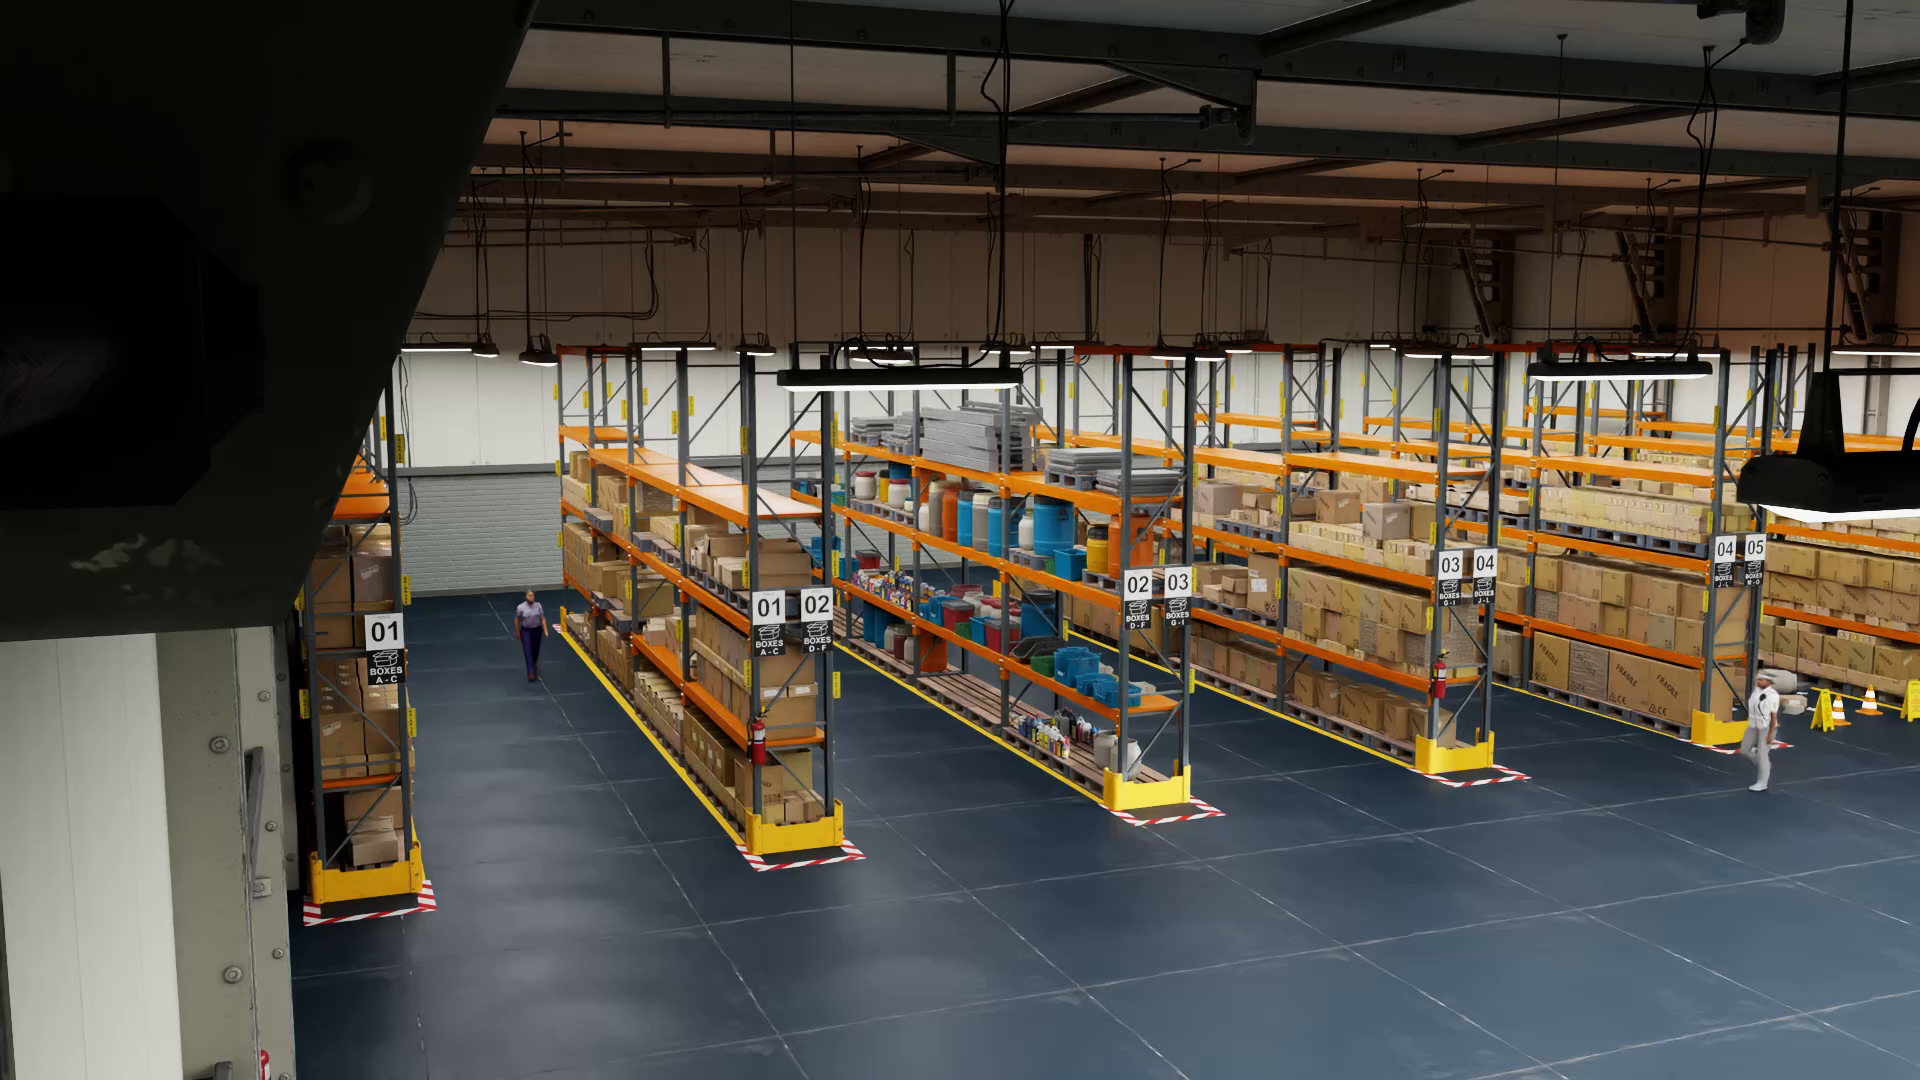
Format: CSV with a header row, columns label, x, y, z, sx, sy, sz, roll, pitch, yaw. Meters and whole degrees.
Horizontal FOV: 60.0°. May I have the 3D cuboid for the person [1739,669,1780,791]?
label,x,y,z,sx,sy,sz,roll,pitch,yaw
person,11.050,2.585,22.836,0.502,1.678,0.448,-4,8,-27

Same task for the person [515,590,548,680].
label,x,y,z,sx,sy,sz,roll,pitch,yaw
person,-7.809,1.685,30.293,0.555,1.588,1.034,-3,8,-24
